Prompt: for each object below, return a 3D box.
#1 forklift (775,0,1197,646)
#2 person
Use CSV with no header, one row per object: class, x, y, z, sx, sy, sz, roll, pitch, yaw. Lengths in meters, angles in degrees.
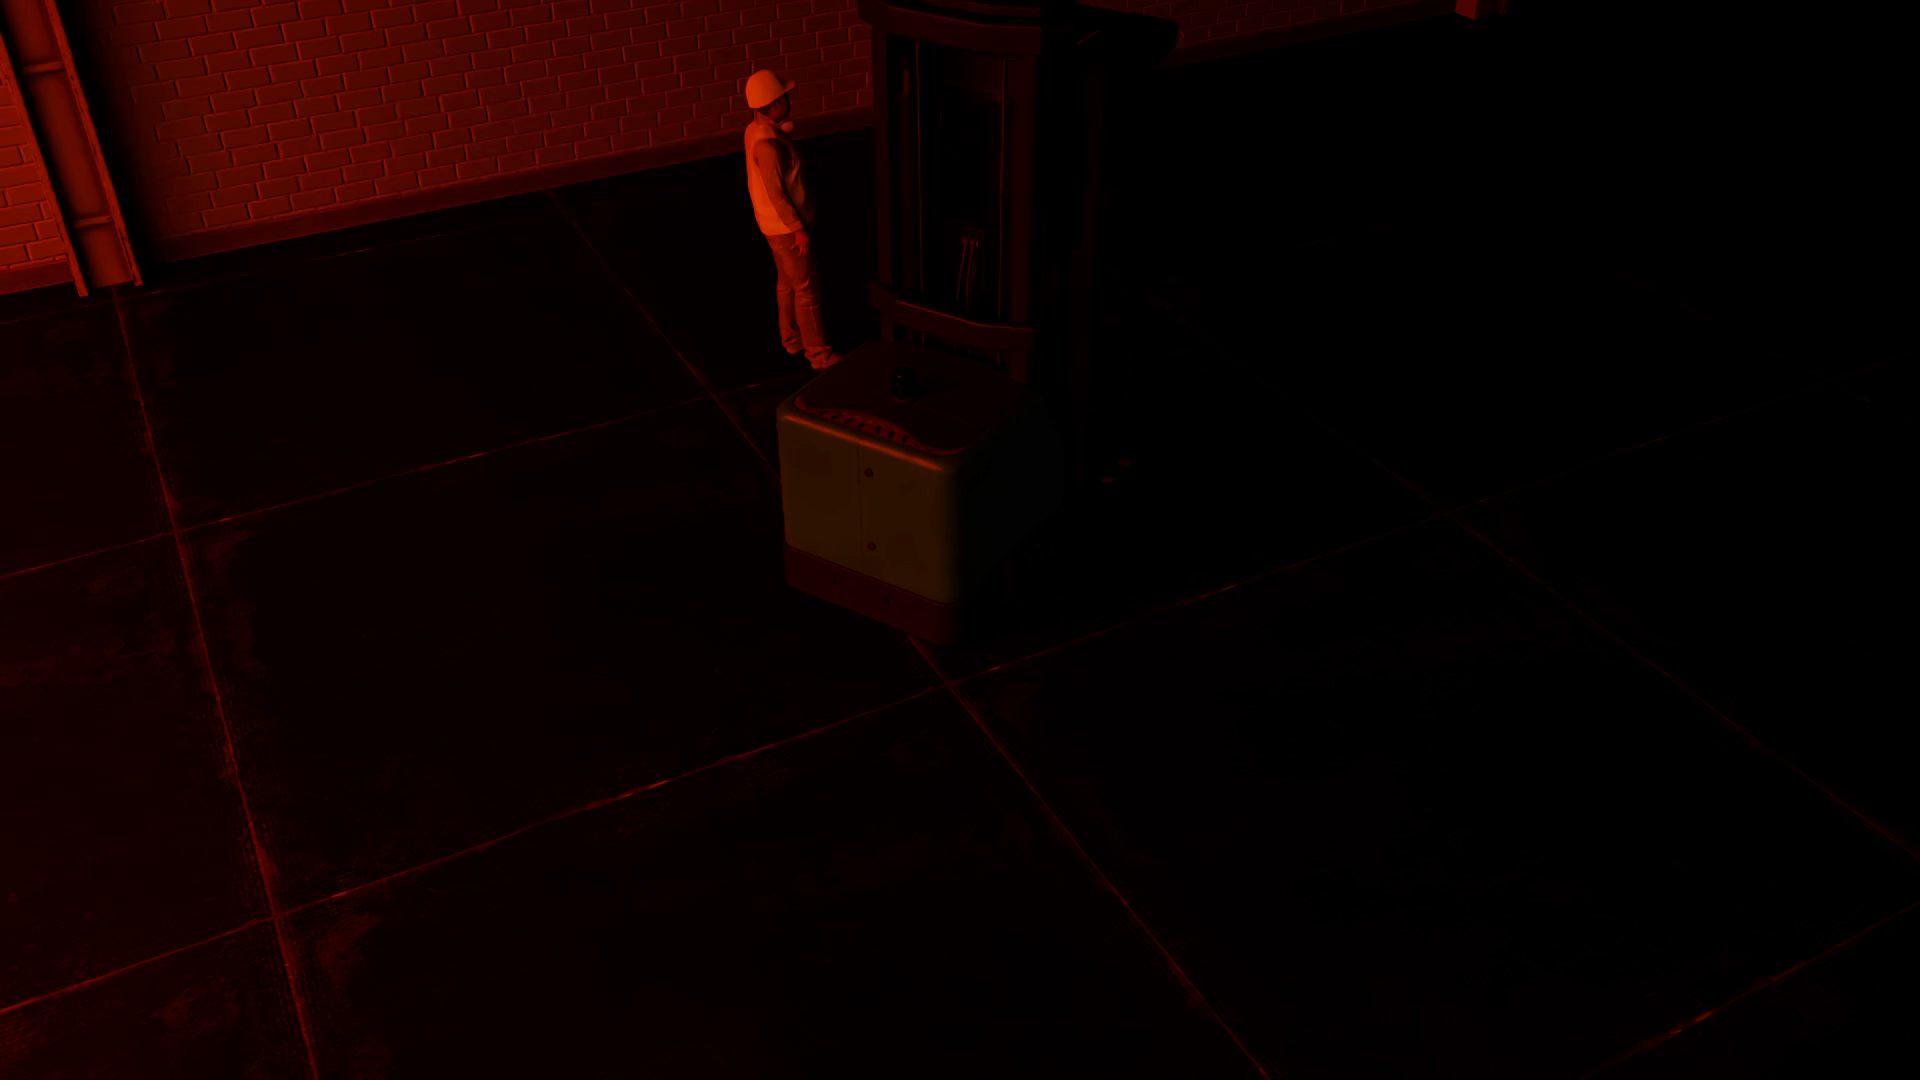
forklift,0.329,-1.518,8.271,1.130,2.935,3.031,20,40,25
person,-0.951,-1.893,9.793,0.563,1.775,0.633,-9,36,-12
